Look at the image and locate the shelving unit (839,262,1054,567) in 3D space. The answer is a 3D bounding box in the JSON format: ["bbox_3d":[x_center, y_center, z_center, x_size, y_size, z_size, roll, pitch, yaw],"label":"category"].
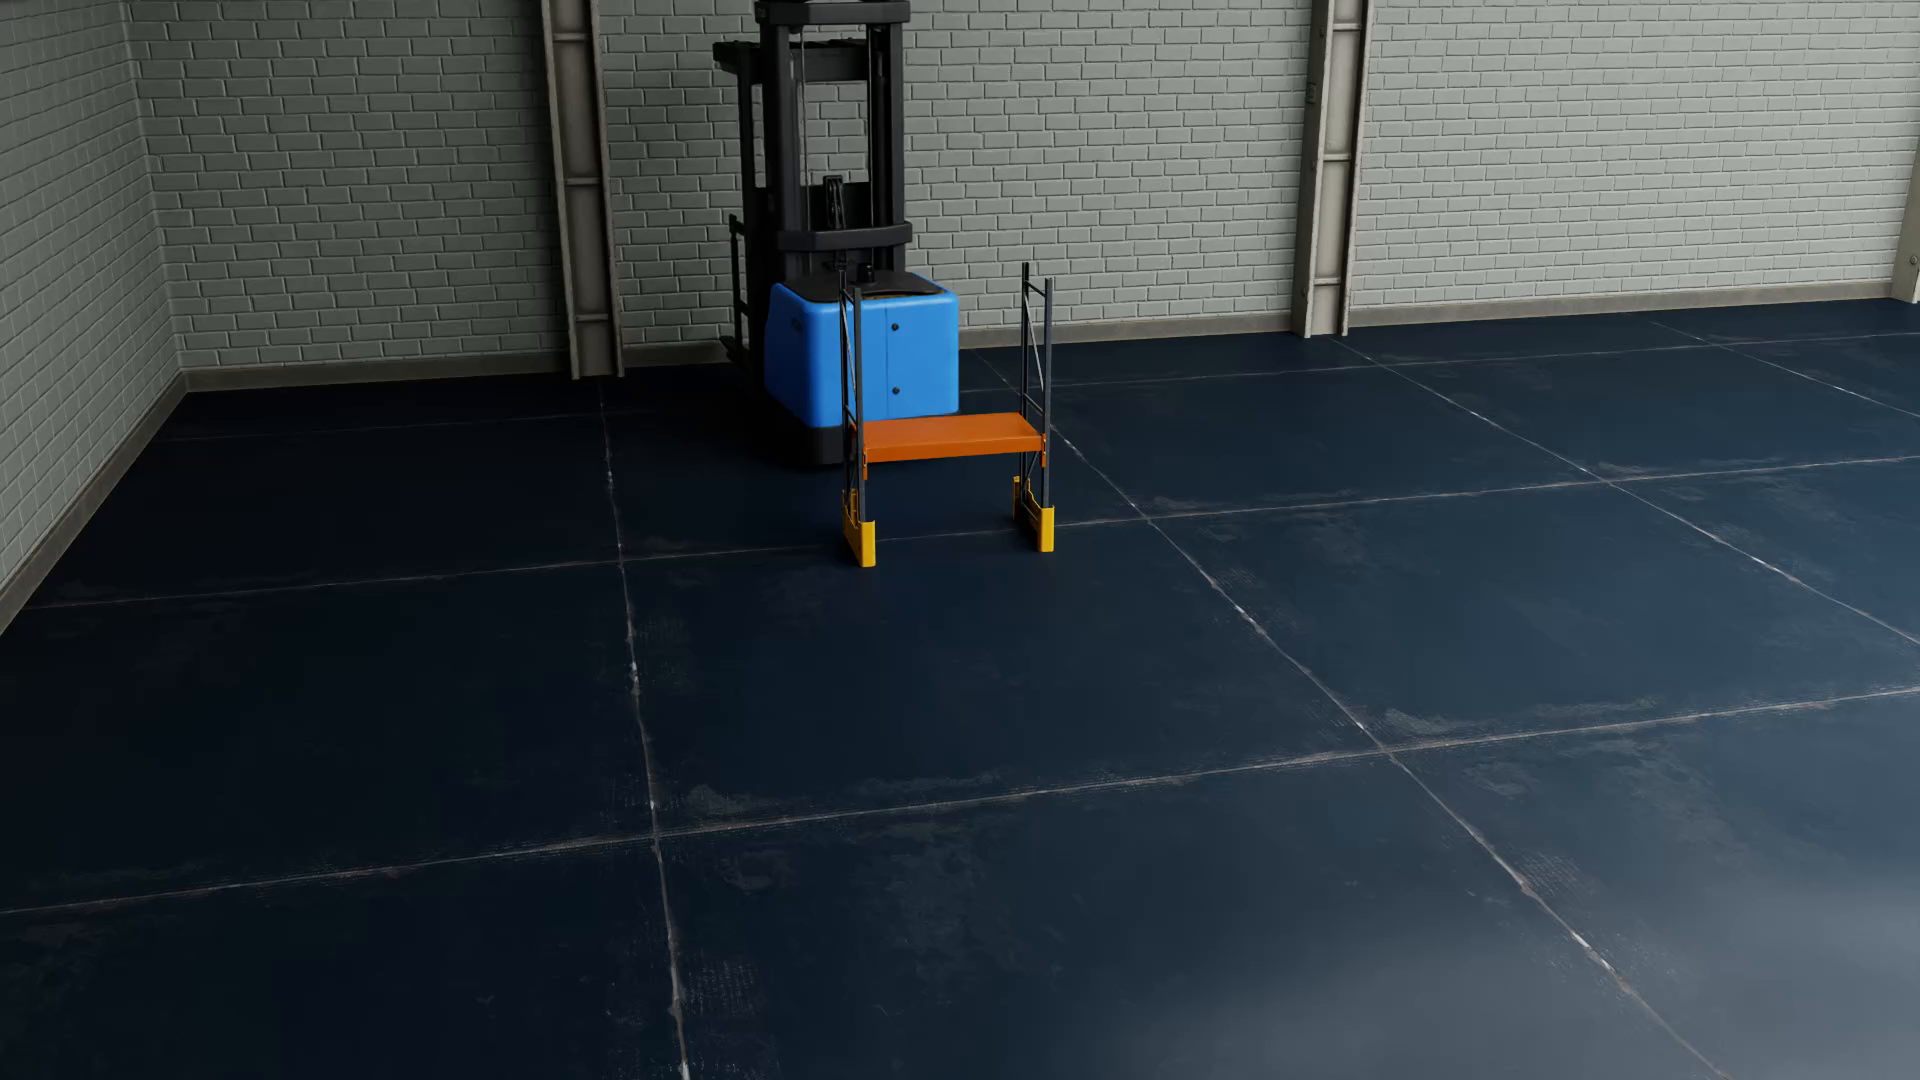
[{"bbox_3d":[-0.074,-0.698,9.040,1.083,1.500,0.587,-5,21,-12],"label":"shelving unit"}]

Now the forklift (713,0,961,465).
[{"bbox_3d":[-1.009,-2.317,11.377,1.130,2.935,3.031,-8,22,-20],"label":"forklift"}]

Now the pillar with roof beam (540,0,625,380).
[{"bbox_3d":[-1.805,-4.072,7.347,0.400,9.000,9.100,-5,21,-12],"label":"pillar with roof beam"}]

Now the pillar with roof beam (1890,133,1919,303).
[{"bbox_3d":[9.873,-5.021,9.940,0.400,9.000,9.100,-5,21,-12],"label":"pillar with roof beam"}]

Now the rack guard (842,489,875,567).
[{"bbox_3d":[-0.559,-0.072,9.148,0.087,0.250,0.587,-5,21,-12],"label":"rack guard"}]

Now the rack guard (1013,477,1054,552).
[{"bbox_3d":[0.410,-0.151,9.363,0.087,0.250,0.587,-5,21,-12],"label":"rack guard"}]

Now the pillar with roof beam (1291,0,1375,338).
[{"bbox_3d":[4.034,-4.547,8.643,0.400,9.000,9.100,-5,21,-12],"label":"pillar with roof beam"}]

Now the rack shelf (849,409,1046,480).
[{"bbox_3d":[-0.083,-0.529,9.100,1.000,0.185,0.538,-5,21,-12],"label":"rack shelf"}]

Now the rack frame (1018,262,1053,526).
[{"bbox_3d":[0.412,-0.738,9.148,0.032,1.500,0.500,-5,21,-12],"label":"rack frame"}]

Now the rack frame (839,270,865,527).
[{"bbox_3d":[-0.578,-0.657,8.928,0.032,1.500,0.500,-5,21,-12],"label":"rack frame"}]
